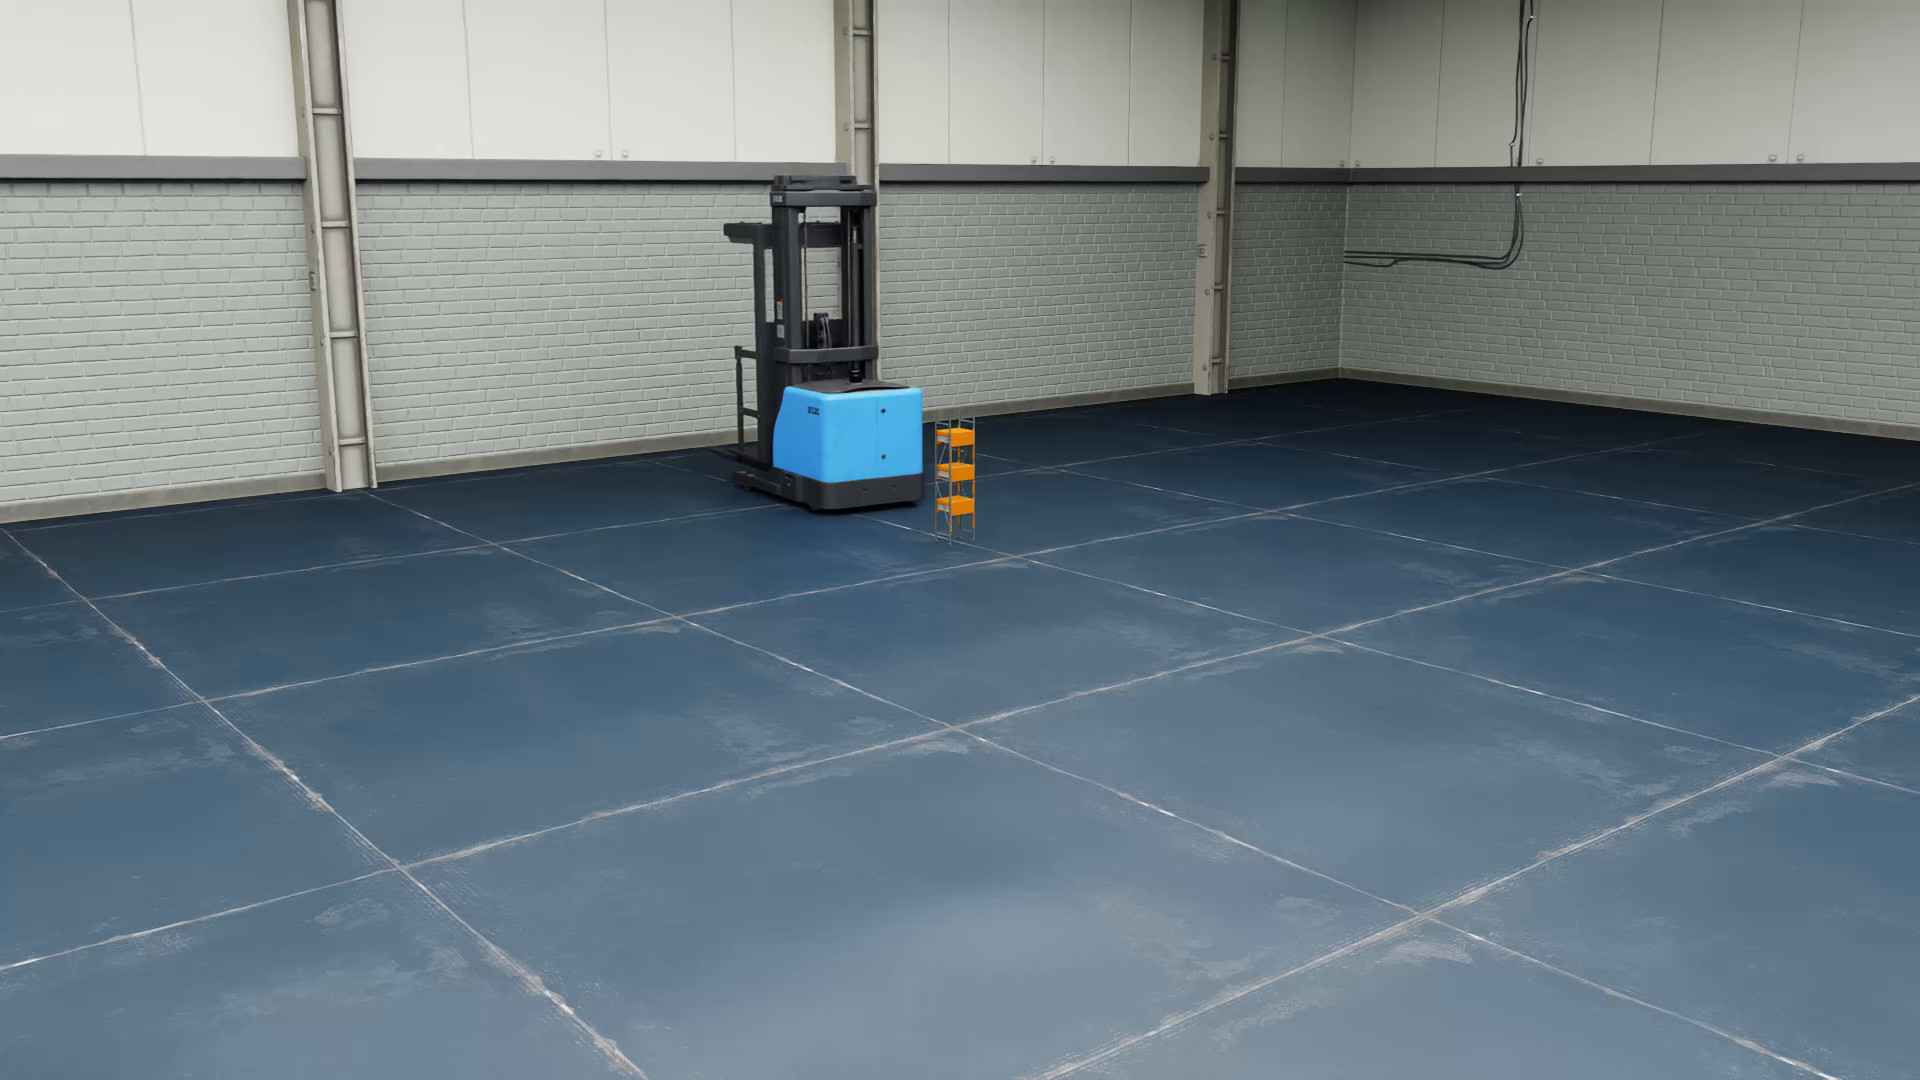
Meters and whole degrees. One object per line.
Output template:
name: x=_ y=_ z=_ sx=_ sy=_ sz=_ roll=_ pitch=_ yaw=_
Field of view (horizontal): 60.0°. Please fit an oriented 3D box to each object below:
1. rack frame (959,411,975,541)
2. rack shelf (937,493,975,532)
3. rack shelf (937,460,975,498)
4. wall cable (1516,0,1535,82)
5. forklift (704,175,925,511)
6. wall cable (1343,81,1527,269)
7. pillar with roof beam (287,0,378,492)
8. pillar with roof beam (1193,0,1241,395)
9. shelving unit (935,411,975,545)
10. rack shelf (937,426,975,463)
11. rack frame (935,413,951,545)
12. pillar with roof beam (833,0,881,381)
rack frame: x=0.053 y=-0.522 z=13.562 sx=0.008 sy=1.050 sz=0.200 roll=-9 pitch=15 yaw=-38
rack shelf: x=-0.042 y=-0.224 z=13.547 sx=0.240 sy=0.259 sz=0.215 roll=-9 pitch=15 yaw=-38
rack shelf: x=-0.042 y=-0.496 z=13.489 sx=0.240 sy=0.259 sz=0.215 roll=-9 pitch=15 yaw=-38
wall cable: x=8.328 y=-7.146 z=20.936 sx=0.112 sy=2.526 sz=3.097 roll=-9 pitch=15 yaw=-38
forklift: x=-1.533 y=-1.944 z=15.729 sx=1.130 sy=2.935 sz=3.031 roll=-8 pitch=14 yaw=-32
wall cable: x=6.638 y=-5.115 z=23.527 sx=0.112 sy=2.526 sz=3.097 roll=-9 pitch=15 yaw=-38
pillar with roof beam: x=-3.169 y=-4.210 z=11.793 sx=0.400 sy=9.000 sz=9.100 roll=-9 pitch=15 yaw=-38
pillar with roof beam: x=6.201 y=-5.768 z=19.126 sx=0.400 sy=9.000 sz=9.100 roll=-9 pitch=15 yaw=-38
shelving unit: x=-0.042 y=-0.507 z=13.487 sx=0.252 sy=1.050 sz=0.215 roll=-9 pitch=15 yaw=-38
rack shelf: x=-0.042 y=-0.774 z=13.430 sx=0.240 sy=0.259 sz=0.215 roll=-9 pitch=15 yaw=-38
rack frame: x=-0.137 y=-0.491 z=13.412 sx=0.008 sy=1.050 sz=0.200 roll=-9 pitch=15 yaw=-38
pillar with roof beam: x=1.516 y=-4.989 z=15.459 sx=0.400 sy=9.000 sz=9.100 roll=-9 pitch=15 yaw=-38
